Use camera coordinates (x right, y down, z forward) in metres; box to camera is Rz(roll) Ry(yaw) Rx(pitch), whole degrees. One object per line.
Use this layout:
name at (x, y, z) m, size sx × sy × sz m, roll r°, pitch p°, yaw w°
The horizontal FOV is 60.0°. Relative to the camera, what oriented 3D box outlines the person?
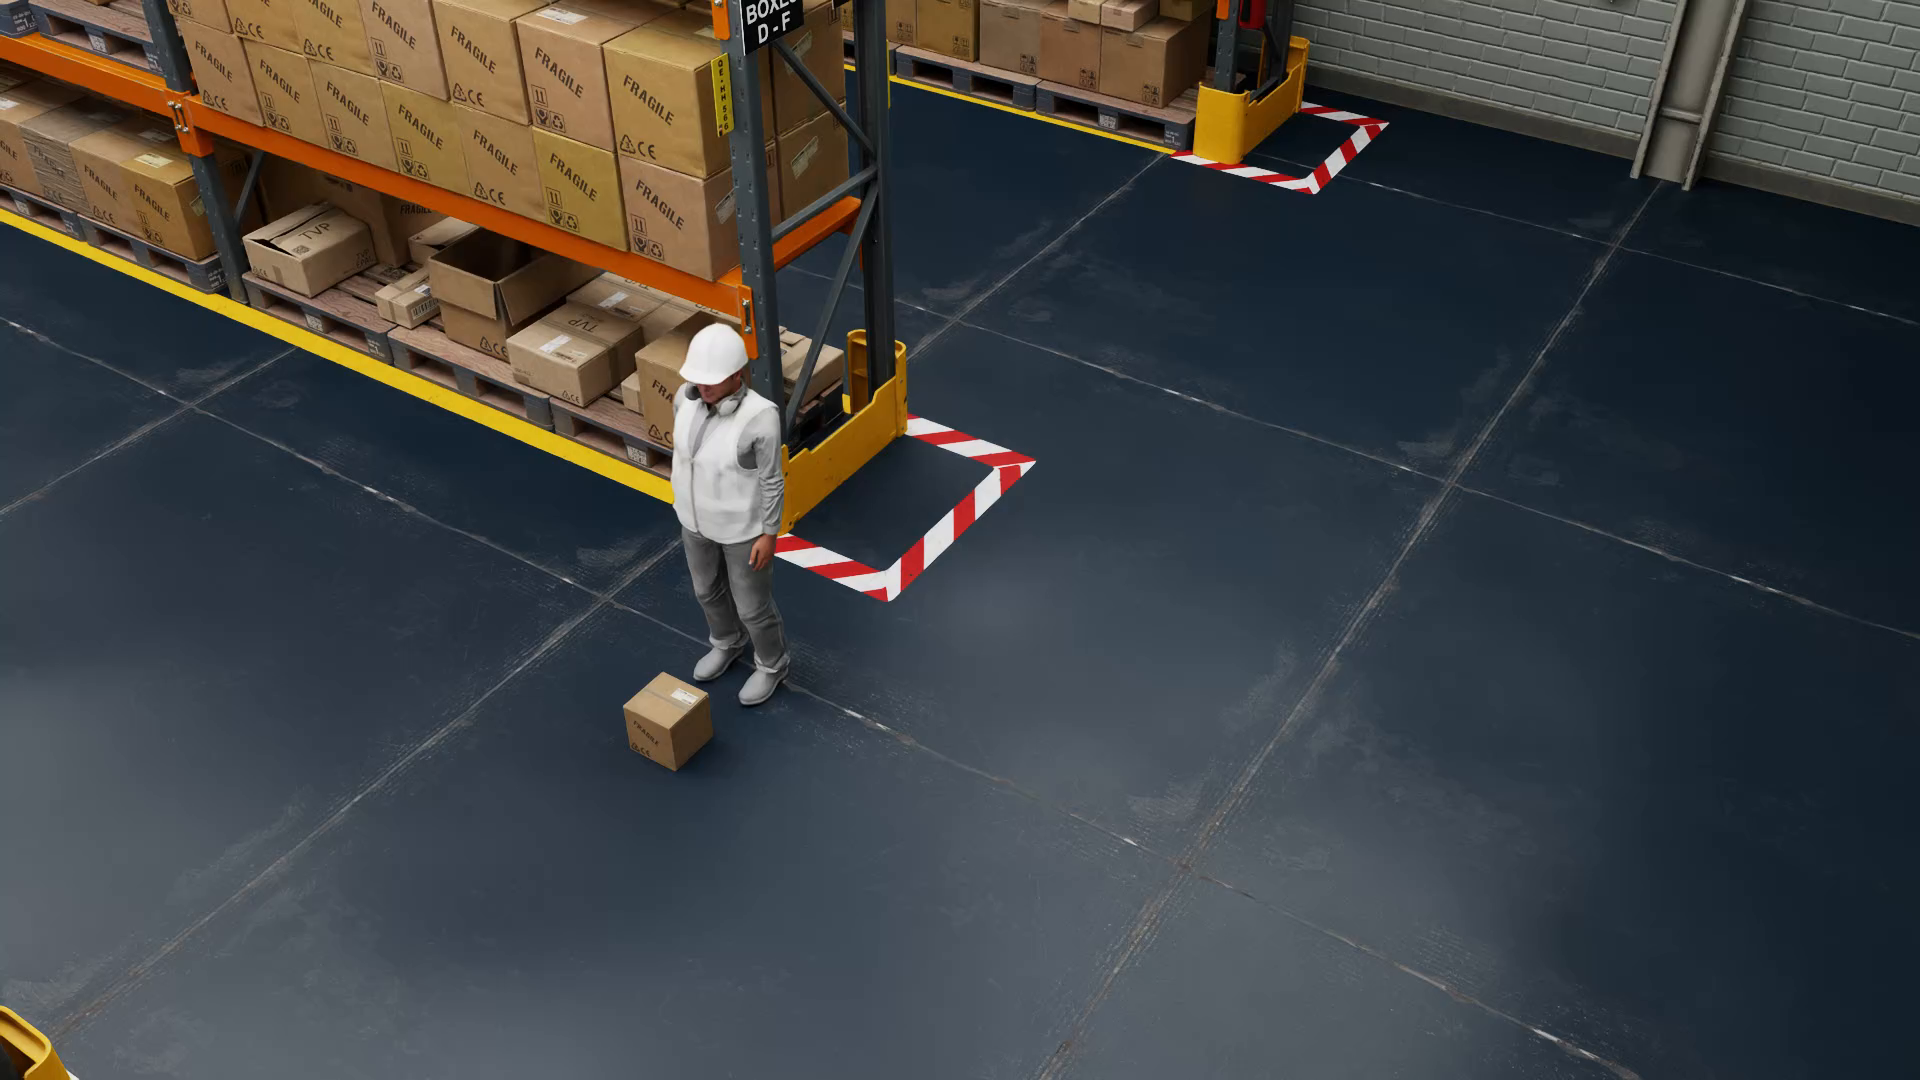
person at (-0.937, -0.092, 6.782) m, size 0.532 × 1.766 × 0.360 m, roll 22°, pitch 43°, yaw 26°
